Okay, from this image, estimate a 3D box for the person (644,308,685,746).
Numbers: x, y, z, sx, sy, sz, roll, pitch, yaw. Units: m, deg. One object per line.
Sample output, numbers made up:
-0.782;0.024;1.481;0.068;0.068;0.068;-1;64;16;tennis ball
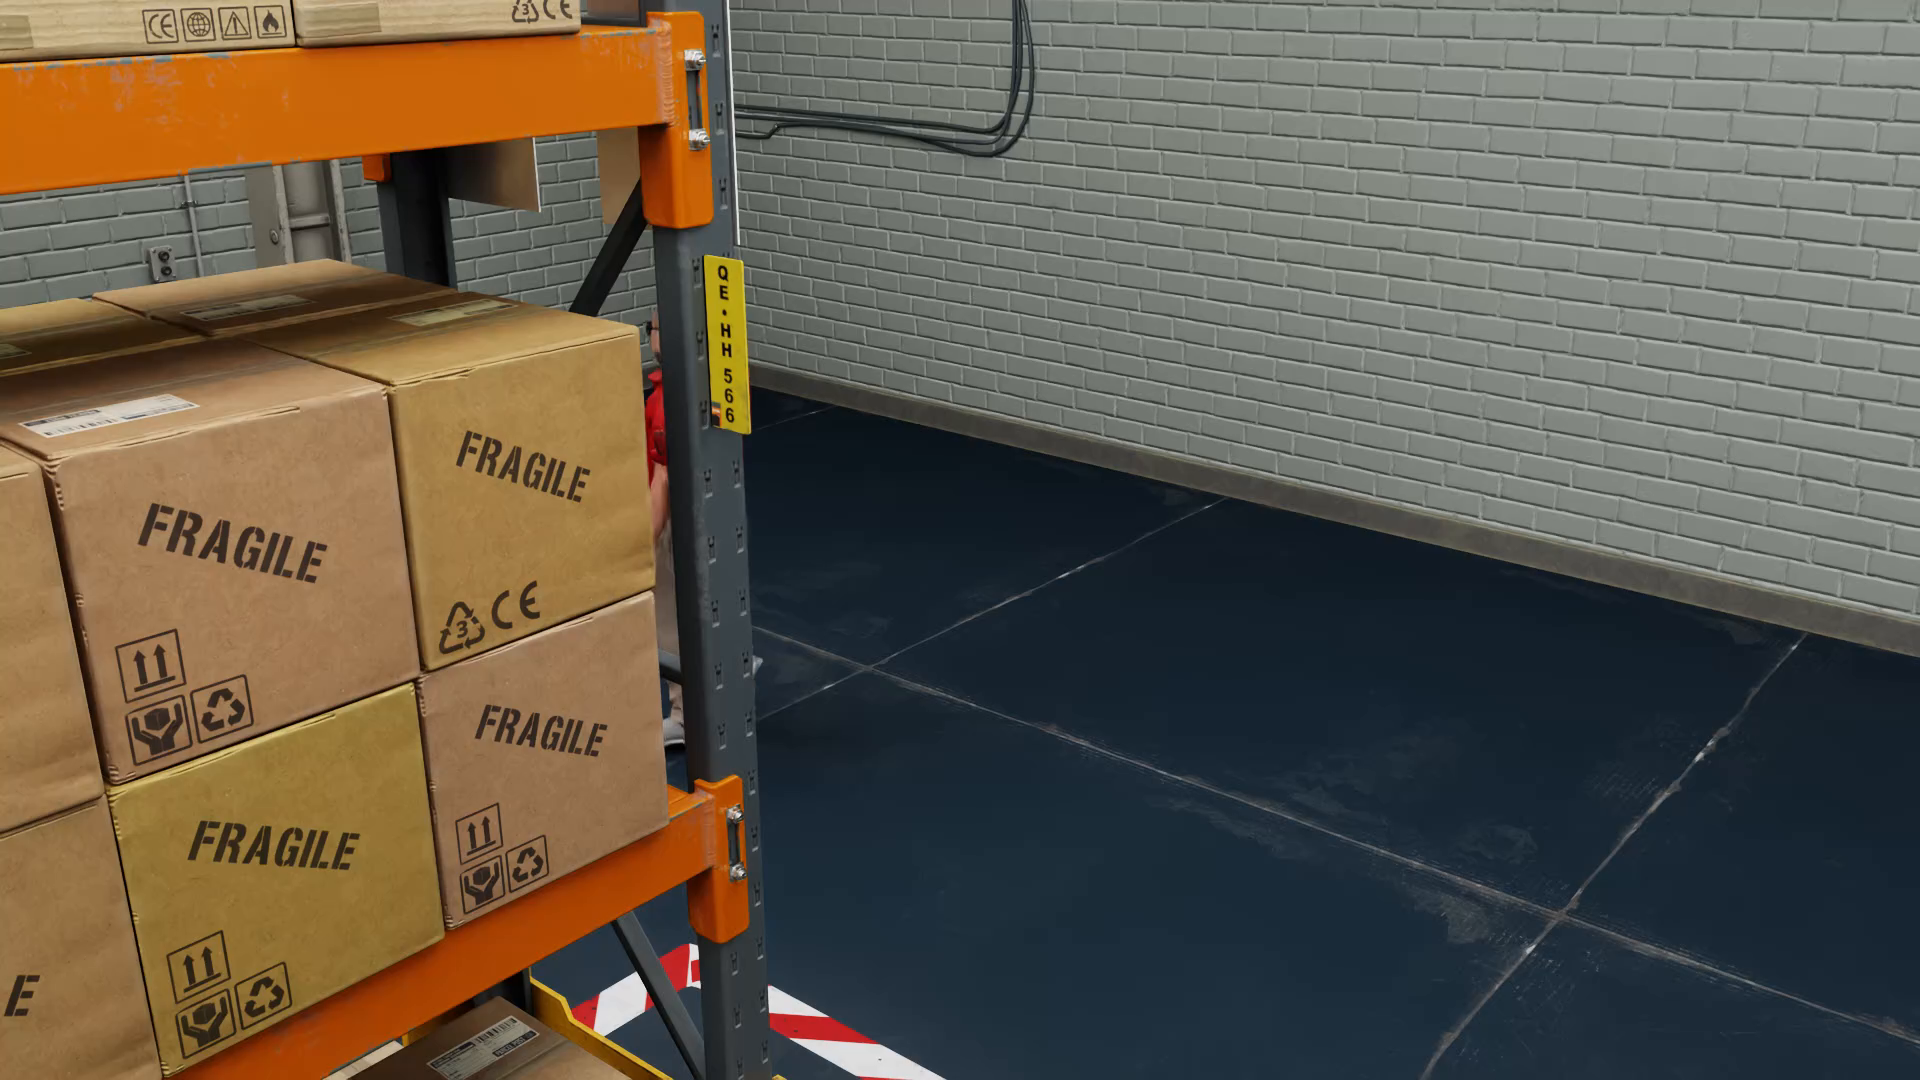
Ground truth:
-1.053;-0.049;6.174;0.485;1.719;0.545;0;20;-1;person
